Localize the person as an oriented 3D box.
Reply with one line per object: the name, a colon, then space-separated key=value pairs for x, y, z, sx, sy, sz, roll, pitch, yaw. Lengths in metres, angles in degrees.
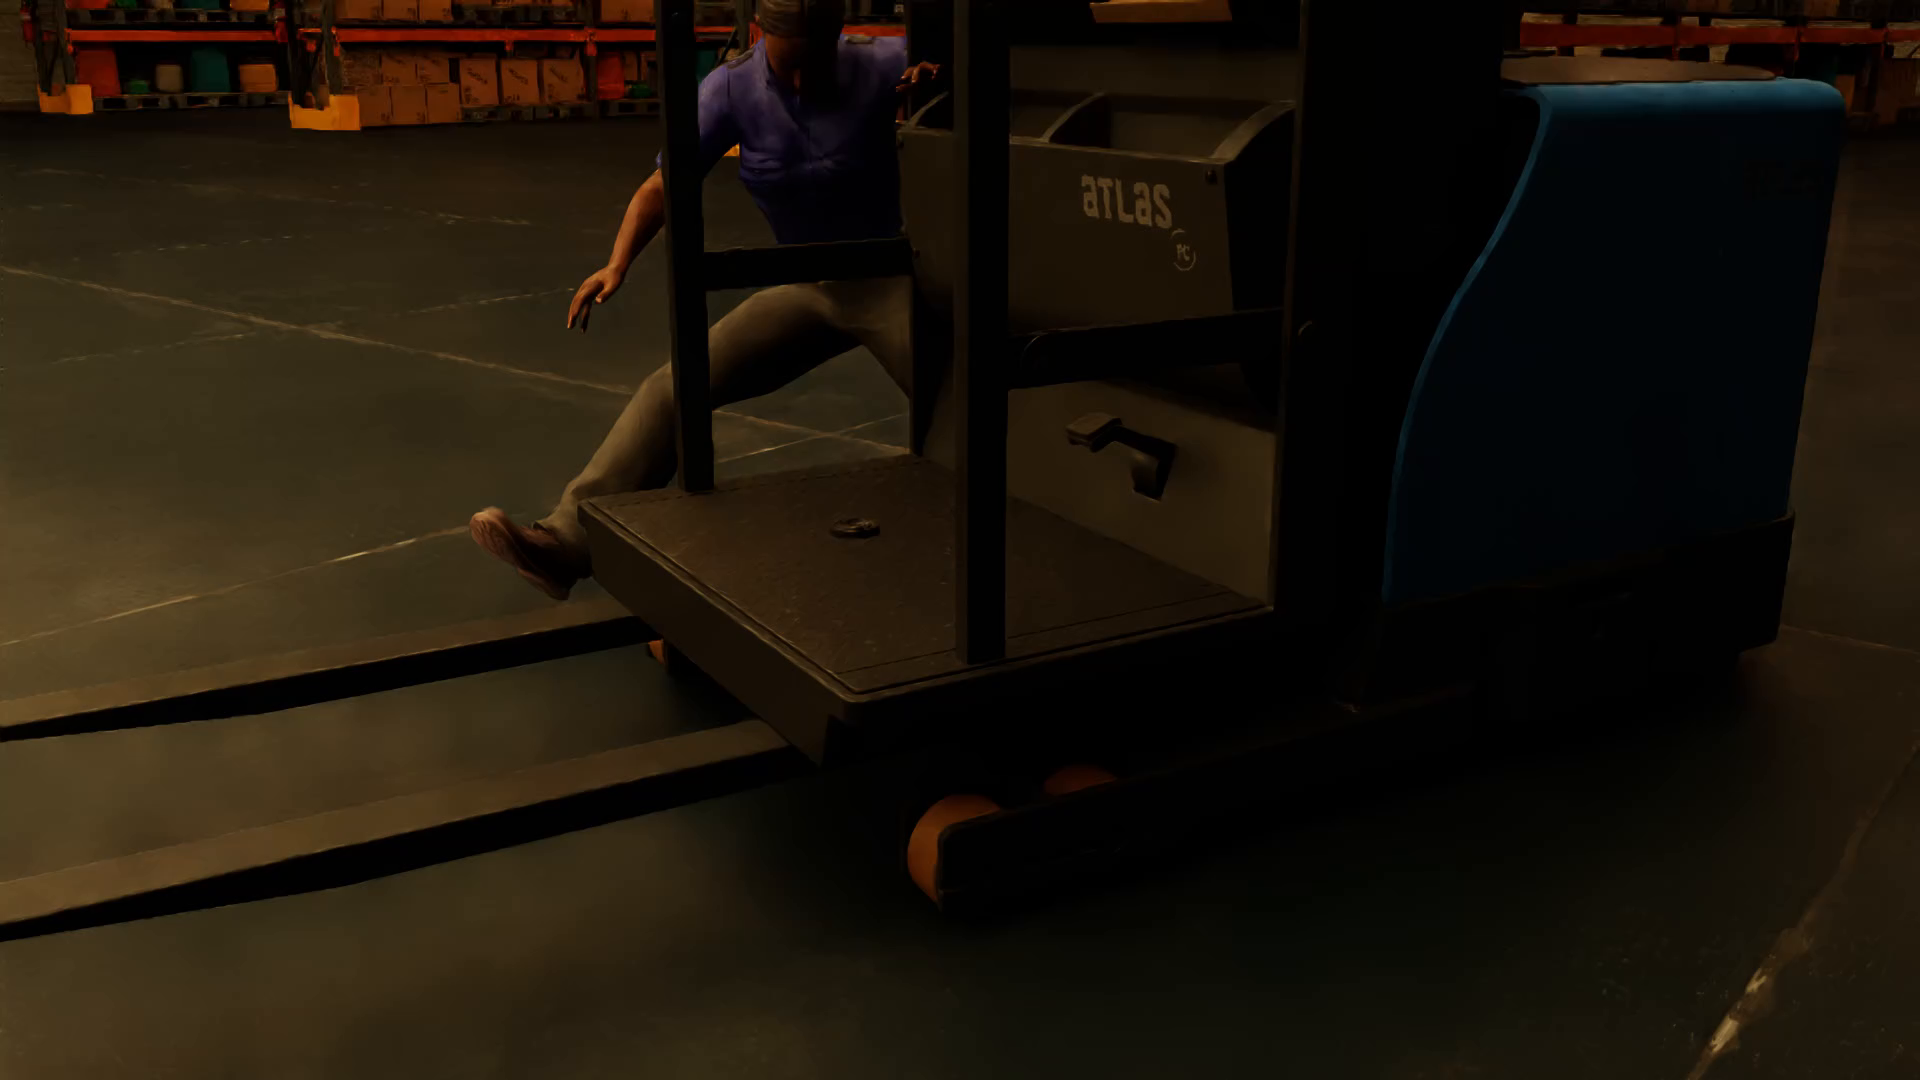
person: x=-0.275 y=-0.486 z=3.352 sx=1.144 sy=1.288 sz=0.973 roll=6 pitch=18 yaw=20

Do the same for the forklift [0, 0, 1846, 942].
forklift: x=0.003 y=-1.065 z=2.403 sx=3.031 sy=2.935 sz=1.130 roll=-10 pitch=19 yaw=-29
